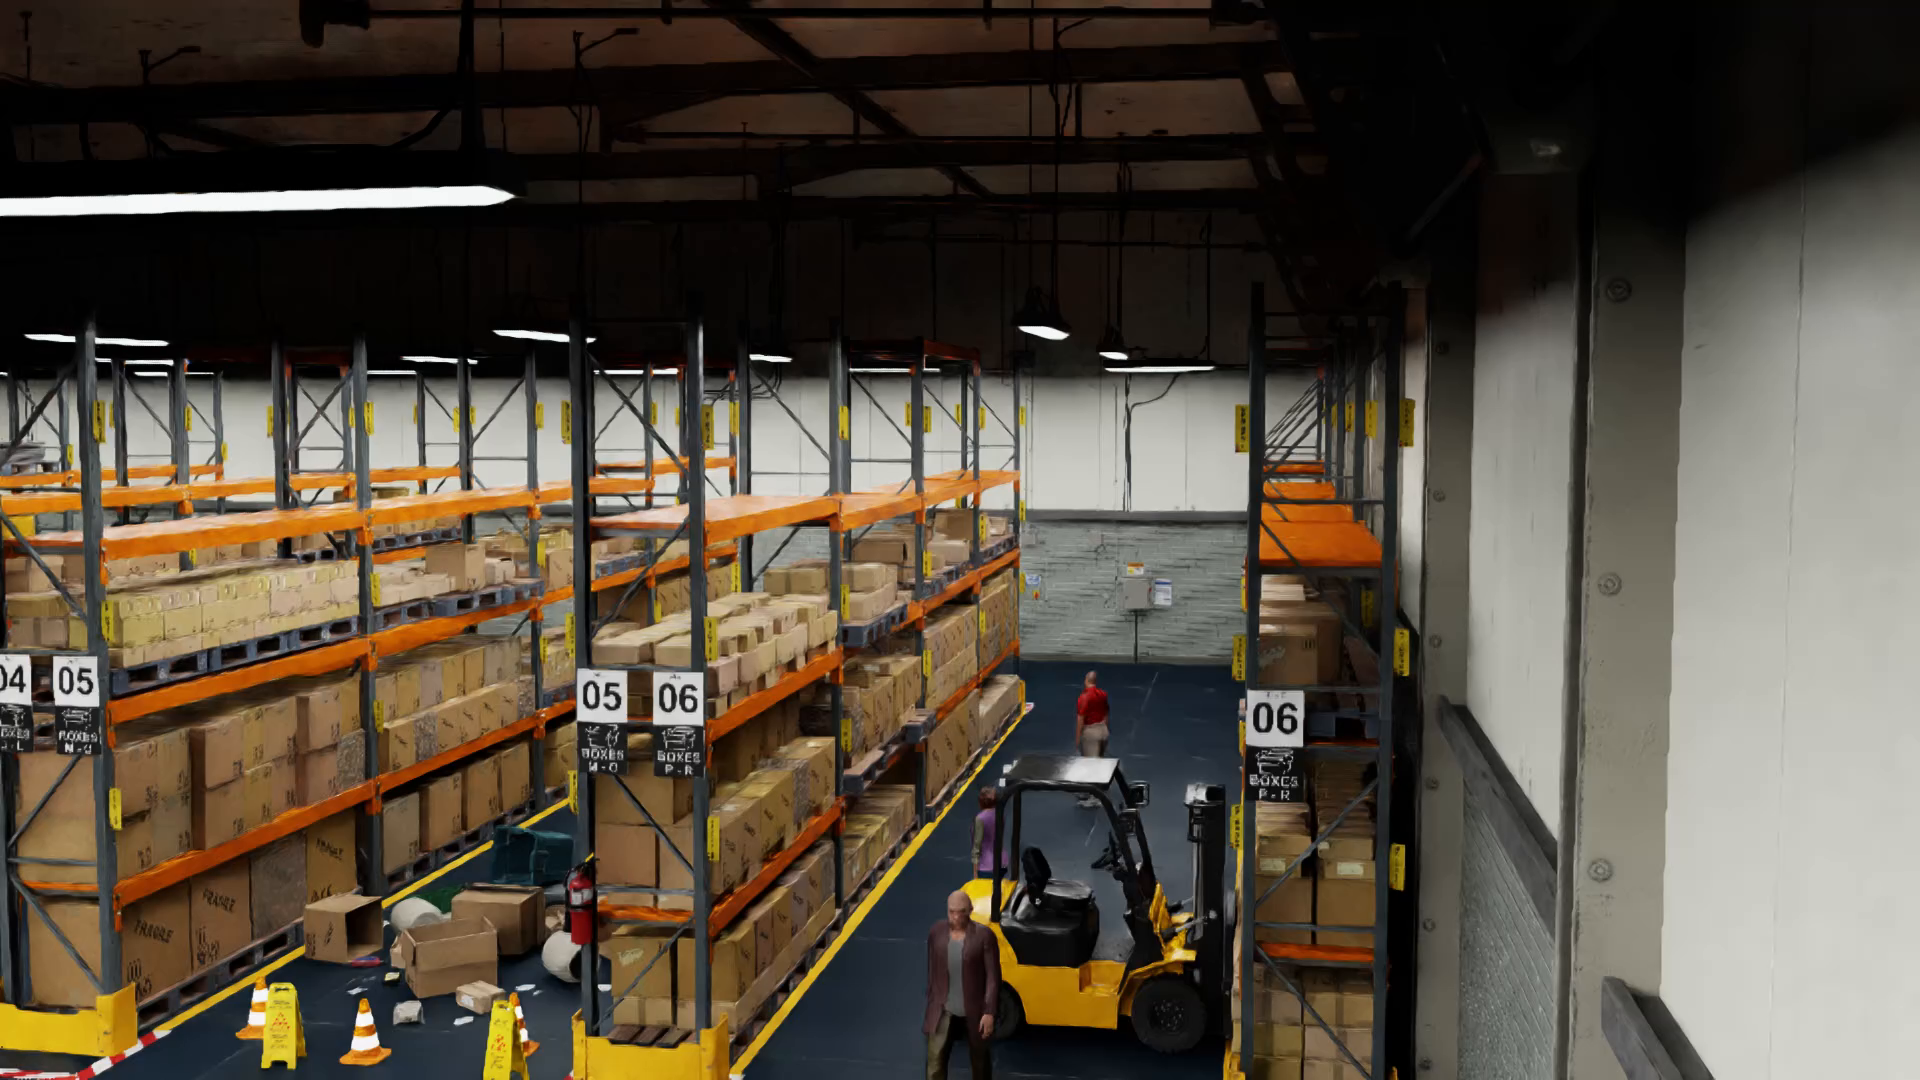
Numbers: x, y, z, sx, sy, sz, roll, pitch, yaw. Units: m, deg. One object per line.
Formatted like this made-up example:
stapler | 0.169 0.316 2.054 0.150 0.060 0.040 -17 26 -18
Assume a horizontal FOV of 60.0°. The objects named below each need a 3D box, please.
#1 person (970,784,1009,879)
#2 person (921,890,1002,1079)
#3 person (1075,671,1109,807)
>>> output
person | 0.244 3.096 15.682 0.449 1.599 0.467 4 6 40
person | 0.003 3.393 11.927 0.594 1.577 1.186 1 5 13
person | 1.686 2.550 21.639 0.584 1.723 0.652 4 6 38
